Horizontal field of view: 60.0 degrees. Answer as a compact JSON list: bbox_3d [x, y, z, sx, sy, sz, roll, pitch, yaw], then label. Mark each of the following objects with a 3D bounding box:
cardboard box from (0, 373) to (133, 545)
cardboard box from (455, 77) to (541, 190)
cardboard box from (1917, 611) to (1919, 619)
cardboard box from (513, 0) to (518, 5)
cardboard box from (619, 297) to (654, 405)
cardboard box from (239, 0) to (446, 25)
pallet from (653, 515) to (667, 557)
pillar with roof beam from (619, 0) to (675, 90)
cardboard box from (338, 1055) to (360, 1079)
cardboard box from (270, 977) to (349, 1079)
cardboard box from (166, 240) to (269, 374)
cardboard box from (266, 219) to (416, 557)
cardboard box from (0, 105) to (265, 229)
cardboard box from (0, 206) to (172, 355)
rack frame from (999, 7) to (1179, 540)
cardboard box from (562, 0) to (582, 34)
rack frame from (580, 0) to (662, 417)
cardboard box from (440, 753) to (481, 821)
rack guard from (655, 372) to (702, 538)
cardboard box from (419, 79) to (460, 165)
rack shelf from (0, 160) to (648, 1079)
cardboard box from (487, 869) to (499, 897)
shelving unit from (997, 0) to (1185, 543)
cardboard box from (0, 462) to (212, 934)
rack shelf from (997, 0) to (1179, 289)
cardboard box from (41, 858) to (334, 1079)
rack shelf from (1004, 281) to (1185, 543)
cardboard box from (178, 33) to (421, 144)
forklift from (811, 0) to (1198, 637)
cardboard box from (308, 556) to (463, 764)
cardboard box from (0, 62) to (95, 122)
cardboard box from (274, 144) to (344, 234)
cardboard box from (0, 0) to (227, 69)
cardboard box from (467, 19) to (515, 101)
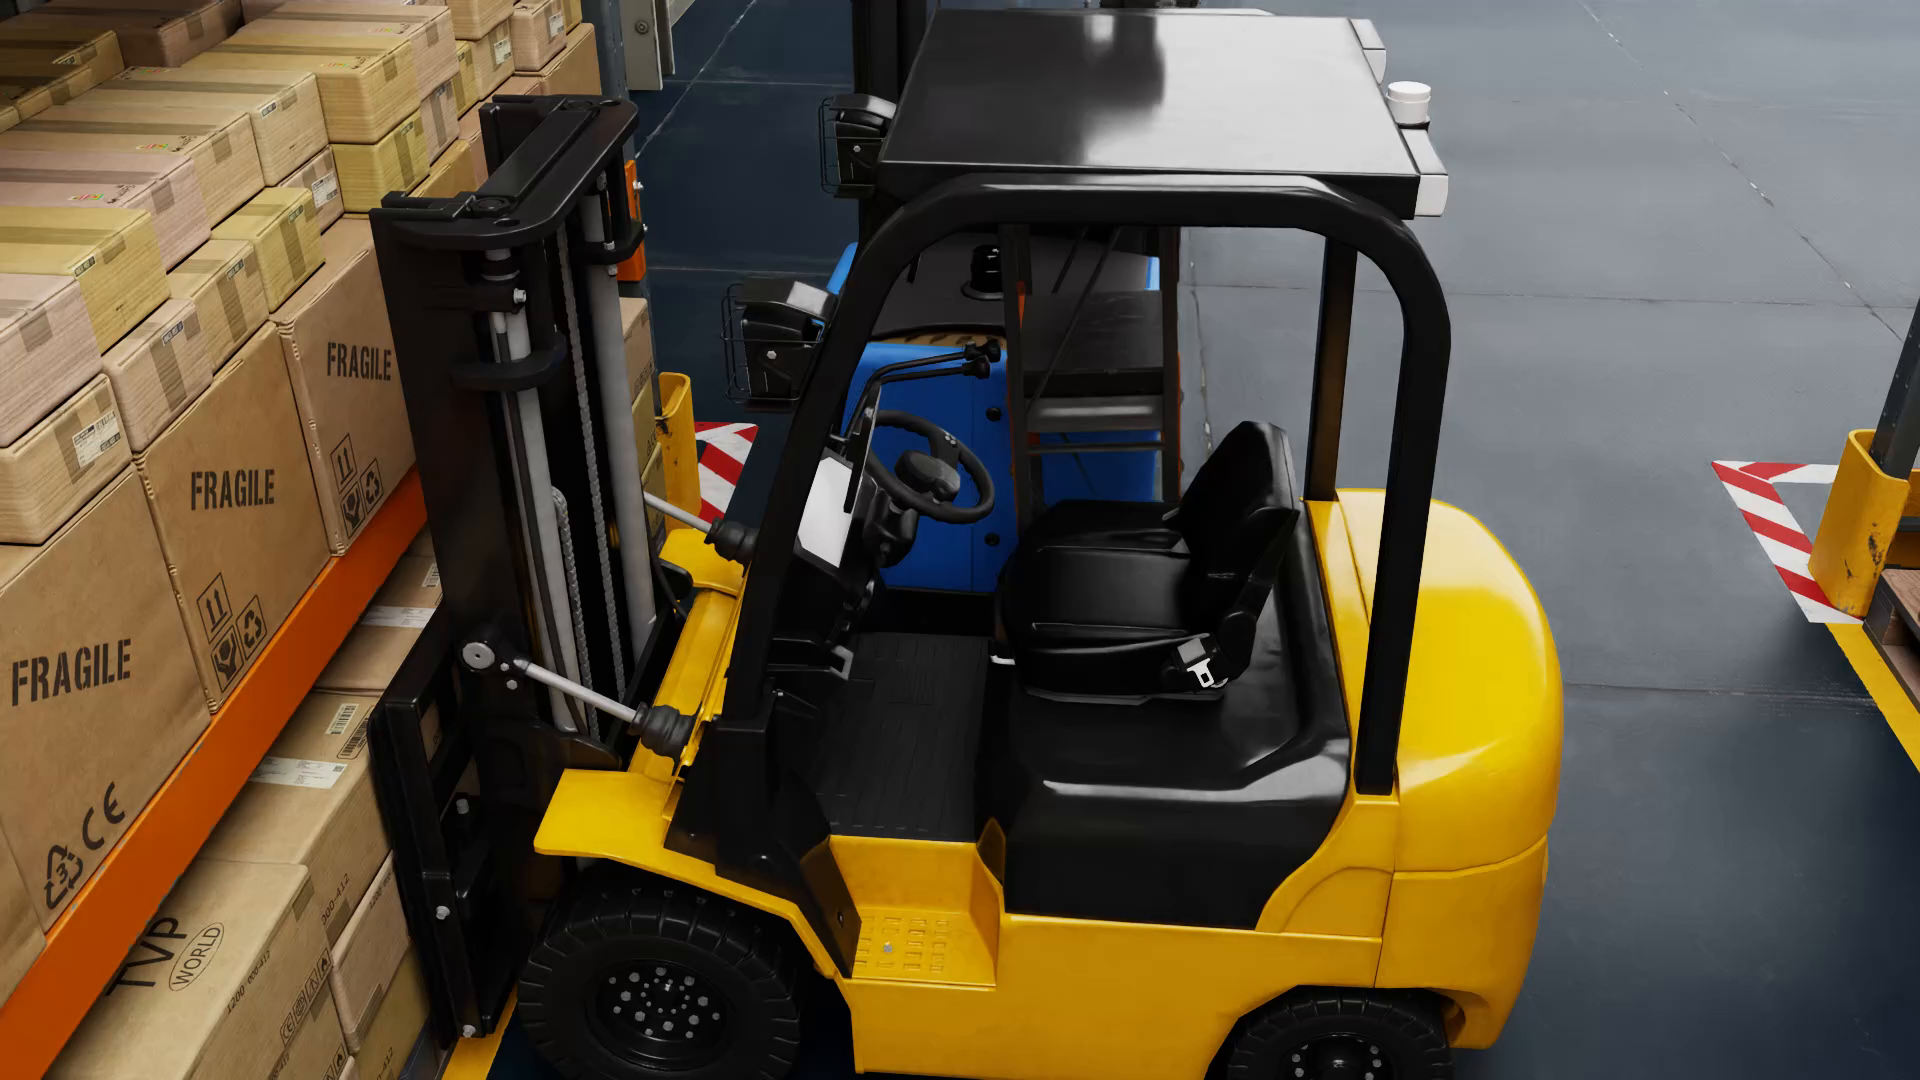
[{"bbox_3d":[-1.446,-0.128,2.385,0.380,0.149,0.250,3,32,5],"label":"cardboard box"},{"bbox_3d":[-1.346,-0.850,4.175,0.500,0.500,0.500,3,32,6],"label":"cardboard box"},{"bbox_3d":[3.090,0.265,4.681,0.500,0.250,0.500,2,32,4],"label":"cardboard box"},{"bbox_3d":[-1.324,-1.466,4.272,0.380,0.149,0.250,3,32,4],"label":"cardboard box"},{"bbox_3d":[-1.242,-0.527,5.013,0.500,0.250,0.500,3,32,6],"label":"cardboard box"},{"bbox_3d":[-1.413,-1.201,3.842,0.380,0.149,0.250,3,32,4],"label":"cardboard box"},{"bbox_3d":[-1.536,0.242,5.156,1.003,0.211,1.213,2,32,4],"label":"pallet"},{"bbox_3d":[2.309,-6.529,7.767,9.100,9.000,0.400,2,32,4],"label":"pillar with roof beam"},{"bbox_3d":[-1.446,1.232,3.113,0.500,0.250,0.500,2,32,3],"label":"cardboard box"},{"bbox_3d":[-1.455,1.021,2.979,0.500,0.250,0.500,2,32,4],"label":"cardboard box"},{"bbox_3d":[-1.420,-0.397,2.822,0.380,0.149,0.250,1,32,2],"label":"cardboard box"},{"bbox_3d":[-1.417,-0.319,3.313,0.500,0.500,0.500,3,32,4],"label":"cardboard box"},{"bbox_3d":[-1.491,-0.663,2.969,0.380,0.149,0.250,3,32,4],"label":"cardboard box"},{"bbox_3d":[-1.459,-0.396,2.536,0.380,0.149,0.250,2,32,3],"label":"cardboard box"},{"bbox_3d":[0.331,-0.221,4.058,0.400,2.100,0.015,-1,32,6],"label":"rack frame"},{"bbox_3d":[-1.265,-1.472,4.566,0.380,0.149,0.250,3,32,5],"label":"cardboard box"},{"bbox_3d":[-1.516,-1.347,5.076,1.000,3.000,0.127,2,32,4],"label":"rack frame"},{"bbox_3d":[-1.361,0.494,3.833,0.500,0.250,0.500,2,32,4],"label":"cardboard box"},{"bbox_3d":[-1.514,-0.295,5.753,1.175,0.500,0.348,2,32,4],"label":"rack guard"},{"bbox_3d":[-1.344,-0.934,3.692,0.380,0.149,0.250,1,32,2],"label":"cardboard box"},{"bbox_3d":[-1.679,0.005,3.568,1.077,0.370,4.000,2,32,4],"label":"rack shelf"},{"bbox_3d":[-1.359,0.698,3.980,0.500,0.250,0.500,3,32,6],"label":"cardboard box"},{"bbox_3d":[0.351,-0.349,4.264,0.431,2.100,0.503,-1,32,6],"label":"shelving unit"},{"bbox_3d":[-1.519,0.208,2.458,0.500,0.500,0.500,3,32,5],"label":"cardboard box"},{"bbox_3d":[0.300,-0.932,3.906,0.431,0.518,0.480,-1,32,6],"label":"rack shelf"},{"bbox_3d":[-1.438,0.804,2.853,0.500,0.250,0.500,3,32,4],"label":"cardboard box"},{"bbox_3d":[0.352,-0.338,4.271,0.431,0.518,0.480,-1,32,6],"label":"rack shelf"},{"bbox_3d":[-1.339,-0.924,3.393,0.380,0.149,0.250,3,32,5],"label":"cardboard box"},{"bbox_3d":[0.234,-1.611,5.571,1.130,2.935,3.031,4,32,6],"label":"forklift"},{"bbox_3d":[-1.358,0.270,3.721,0.500,0.250,0.500,2,32,3],"label":"cardboard box"},{"bbox_3d":[-1.910,-0.818,3.221,0.380,0.149,0.250,3,32,4],"label":"cardboard box"},{"bbox_3d":[-1.455,-0.674,3.271,0.380,0.149,0.250,2,32,4],"label":"cardboard box"},{"bbox_3d":[-1.850,-1.084,3.653,0.380,0.149,0.250,3,32,6],"label":"cardboard box"},{"bbox_3d":[-1.338,-1.204,4.131,0.380,0.149,0.250,3,32,5],"label":"cardboard box"}]
